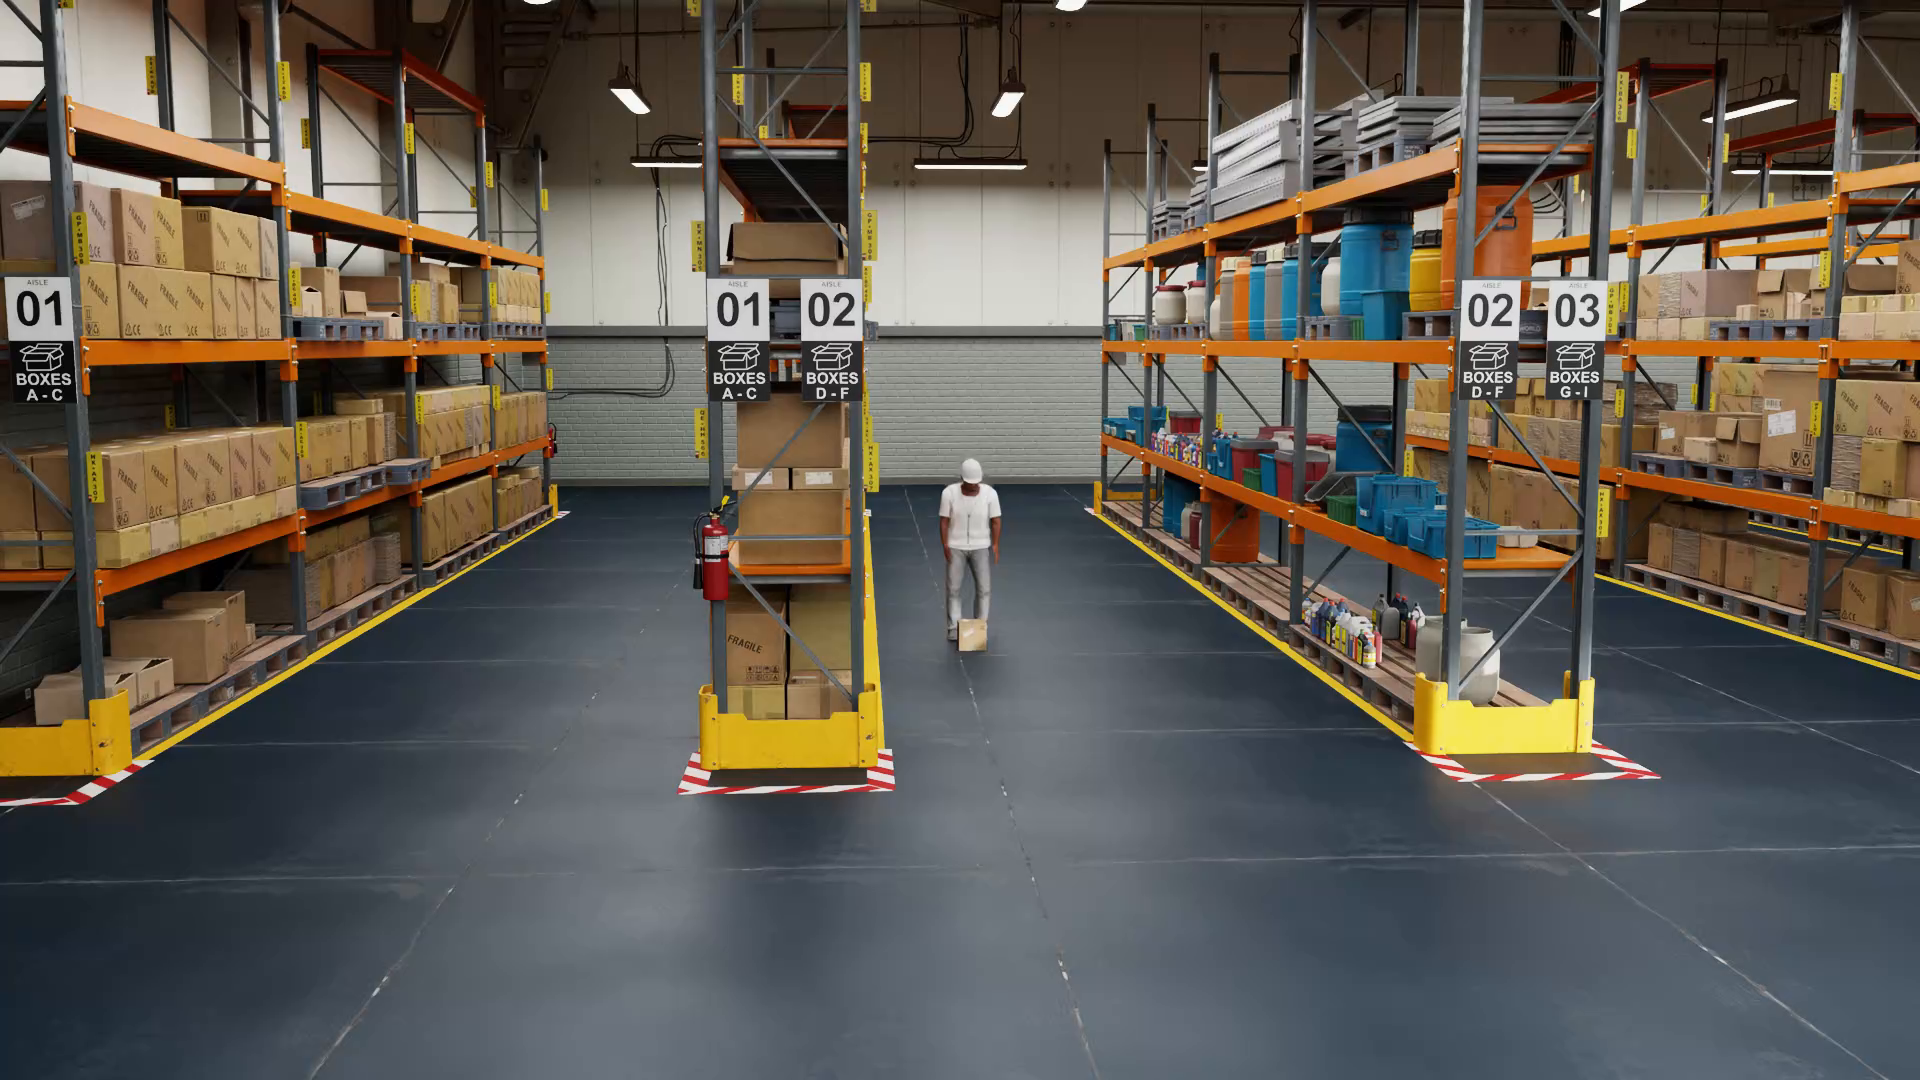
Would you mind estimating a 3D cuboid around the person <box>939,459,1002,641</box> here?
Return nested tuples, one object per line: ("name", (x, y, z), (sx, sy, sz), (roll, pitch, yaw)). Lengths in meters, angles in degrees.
("person", (0.098, 0.088, 15.624), (0.591, 1.718, 0.453), (0, 7, -2))
